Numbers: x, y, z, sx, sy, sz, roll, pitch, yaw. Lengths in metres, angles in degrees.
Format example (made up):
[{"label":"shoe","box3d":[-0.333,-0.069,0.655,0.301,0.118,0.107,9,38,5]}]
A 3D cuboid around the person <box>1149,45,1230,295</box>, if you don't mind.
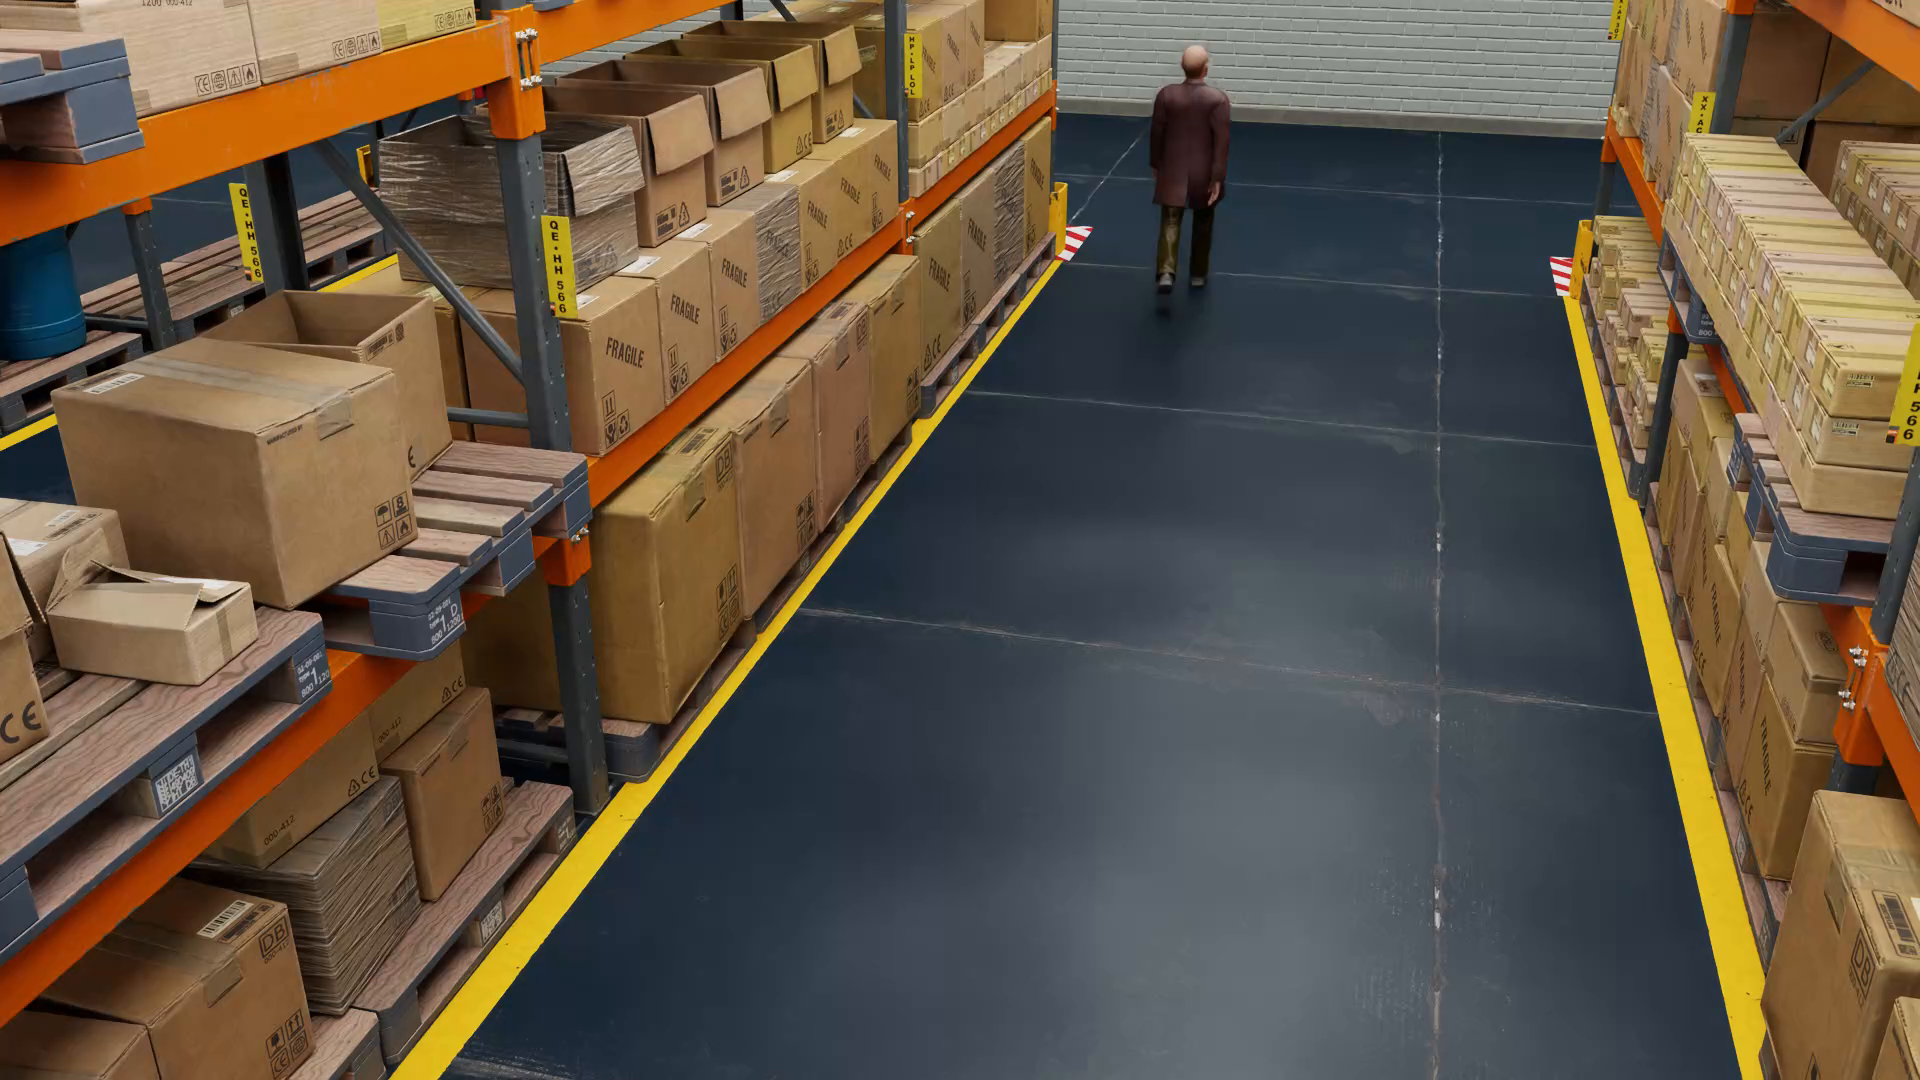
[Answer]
[{"label":"person","box3d":[1.596,-2.580,11.656,0.573,1.738,1.065,5,26,11]}]
